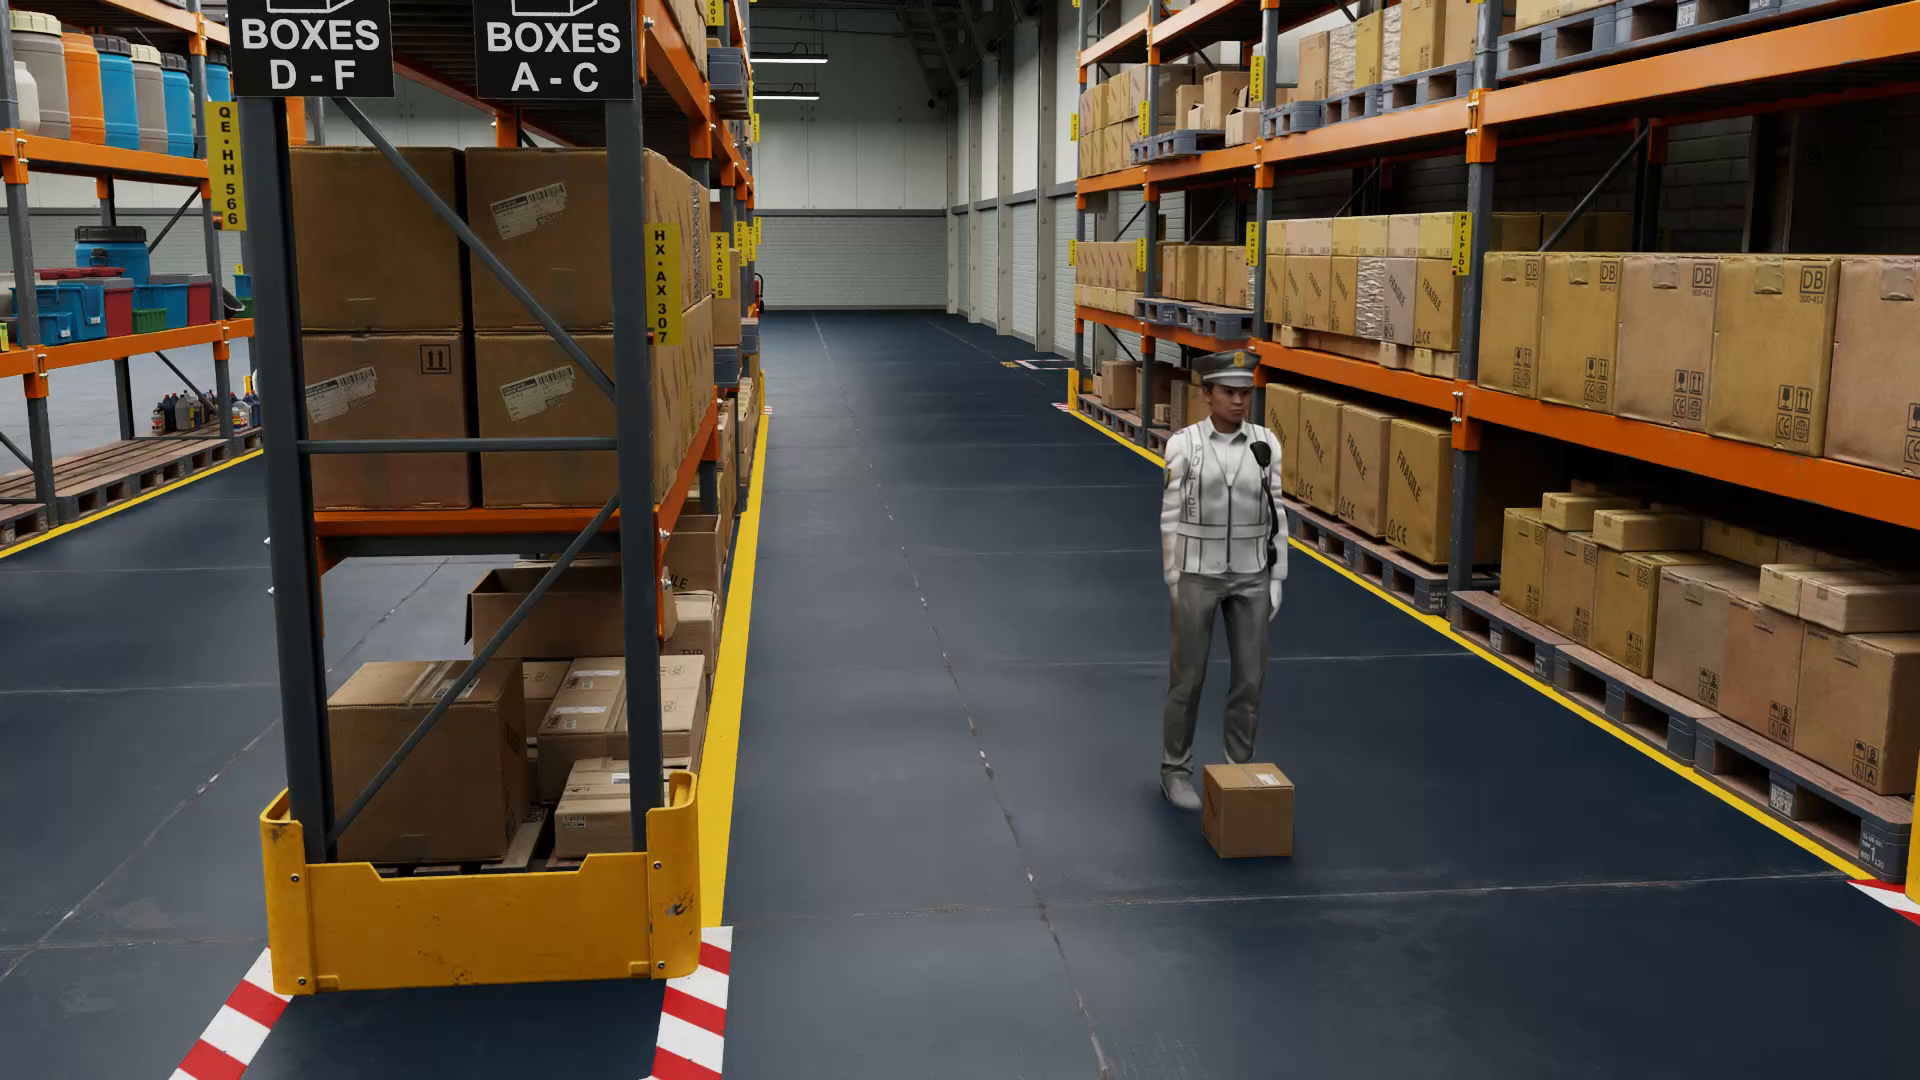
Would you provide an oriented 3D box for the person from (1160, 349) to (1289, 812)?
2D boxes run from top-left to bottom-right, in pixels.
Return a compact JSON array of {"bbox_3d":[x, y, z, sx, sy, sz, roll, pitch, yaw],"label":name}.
[{"bbox_3d":[0.963,0.153,6.054,0.466,1.696,0.342,-1,10,-5],"label":"person"}]
